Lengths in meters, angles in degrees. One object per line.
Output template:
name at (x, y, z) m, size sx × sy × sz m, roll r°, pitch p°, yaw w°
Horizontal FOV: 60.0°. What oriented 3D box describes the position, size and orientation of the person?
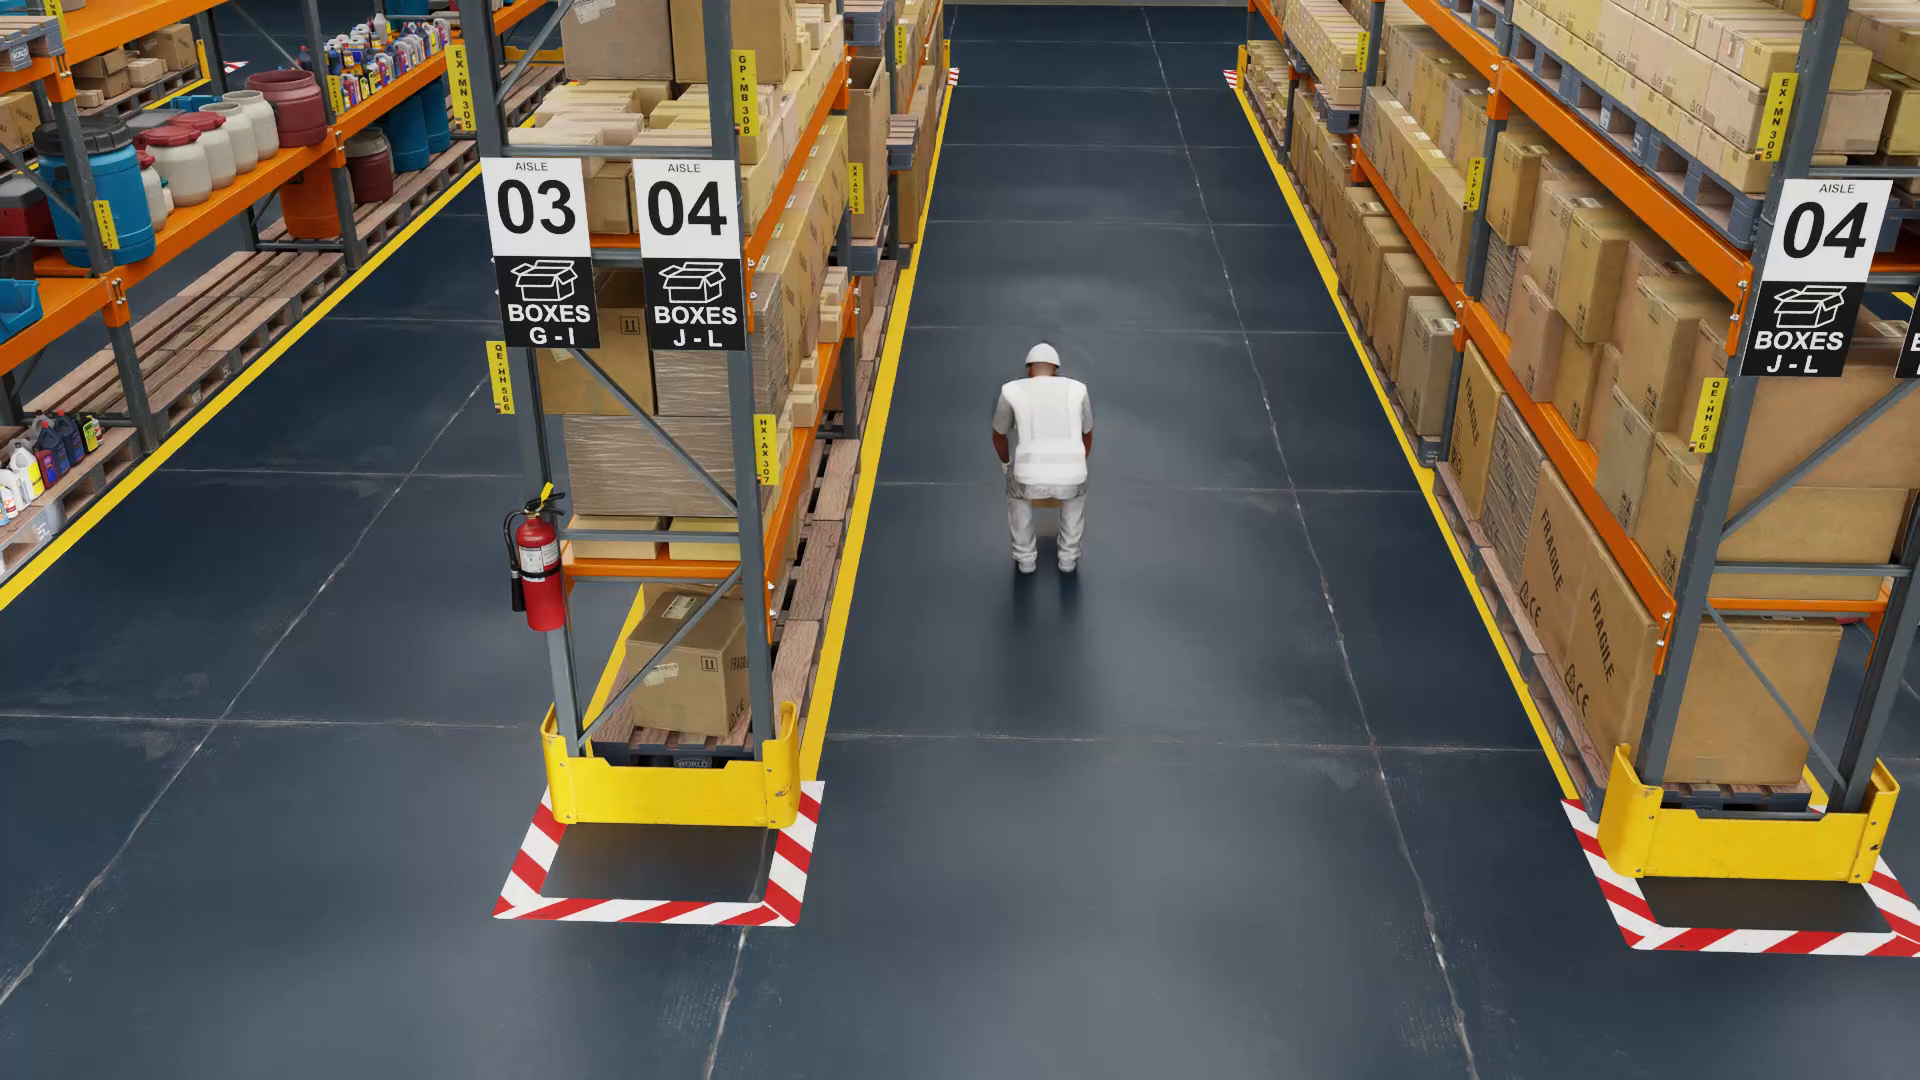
person at (0.493, -0.464, 10.011) m, size 0.610 × 1.293 × 0.823 m, roll 1°, pitch 28°, yaw 2°
